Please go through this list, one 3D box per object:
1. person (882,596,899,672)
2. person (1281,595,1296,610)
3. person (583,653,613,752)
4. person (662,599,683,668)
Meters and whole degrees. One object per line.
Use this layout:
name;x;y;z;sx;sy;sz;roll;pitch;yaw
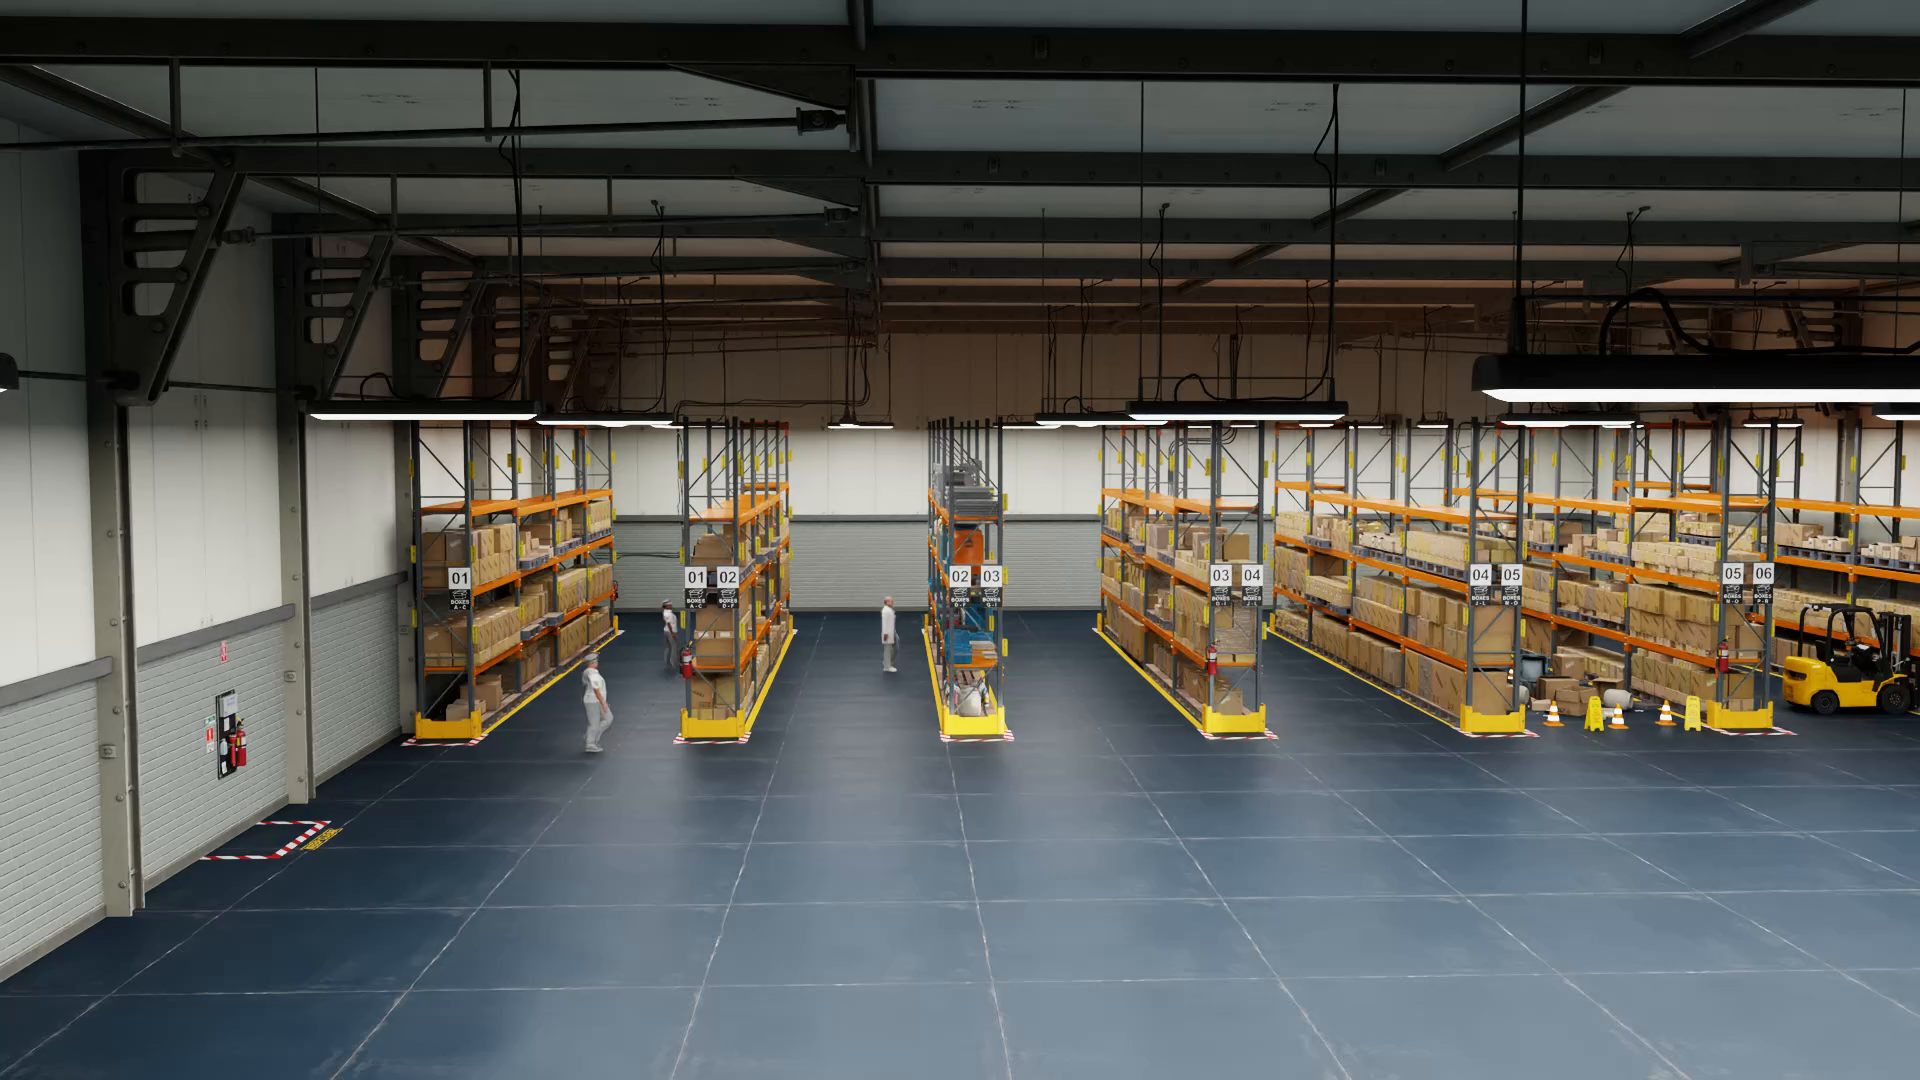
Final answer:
person;-1.681;2.254;39.622;0.445;1.818;0.654;1;4;13
person;9.657;1.693;48.952;0.448;1.671;0.496;-1;4;-9
person;-6.495;2.903;29.616;0.522;1.774;0.545;0;4;6
person;-6.945;2.260;40.147;0.467;1.674;0.539;-2;4;-25
